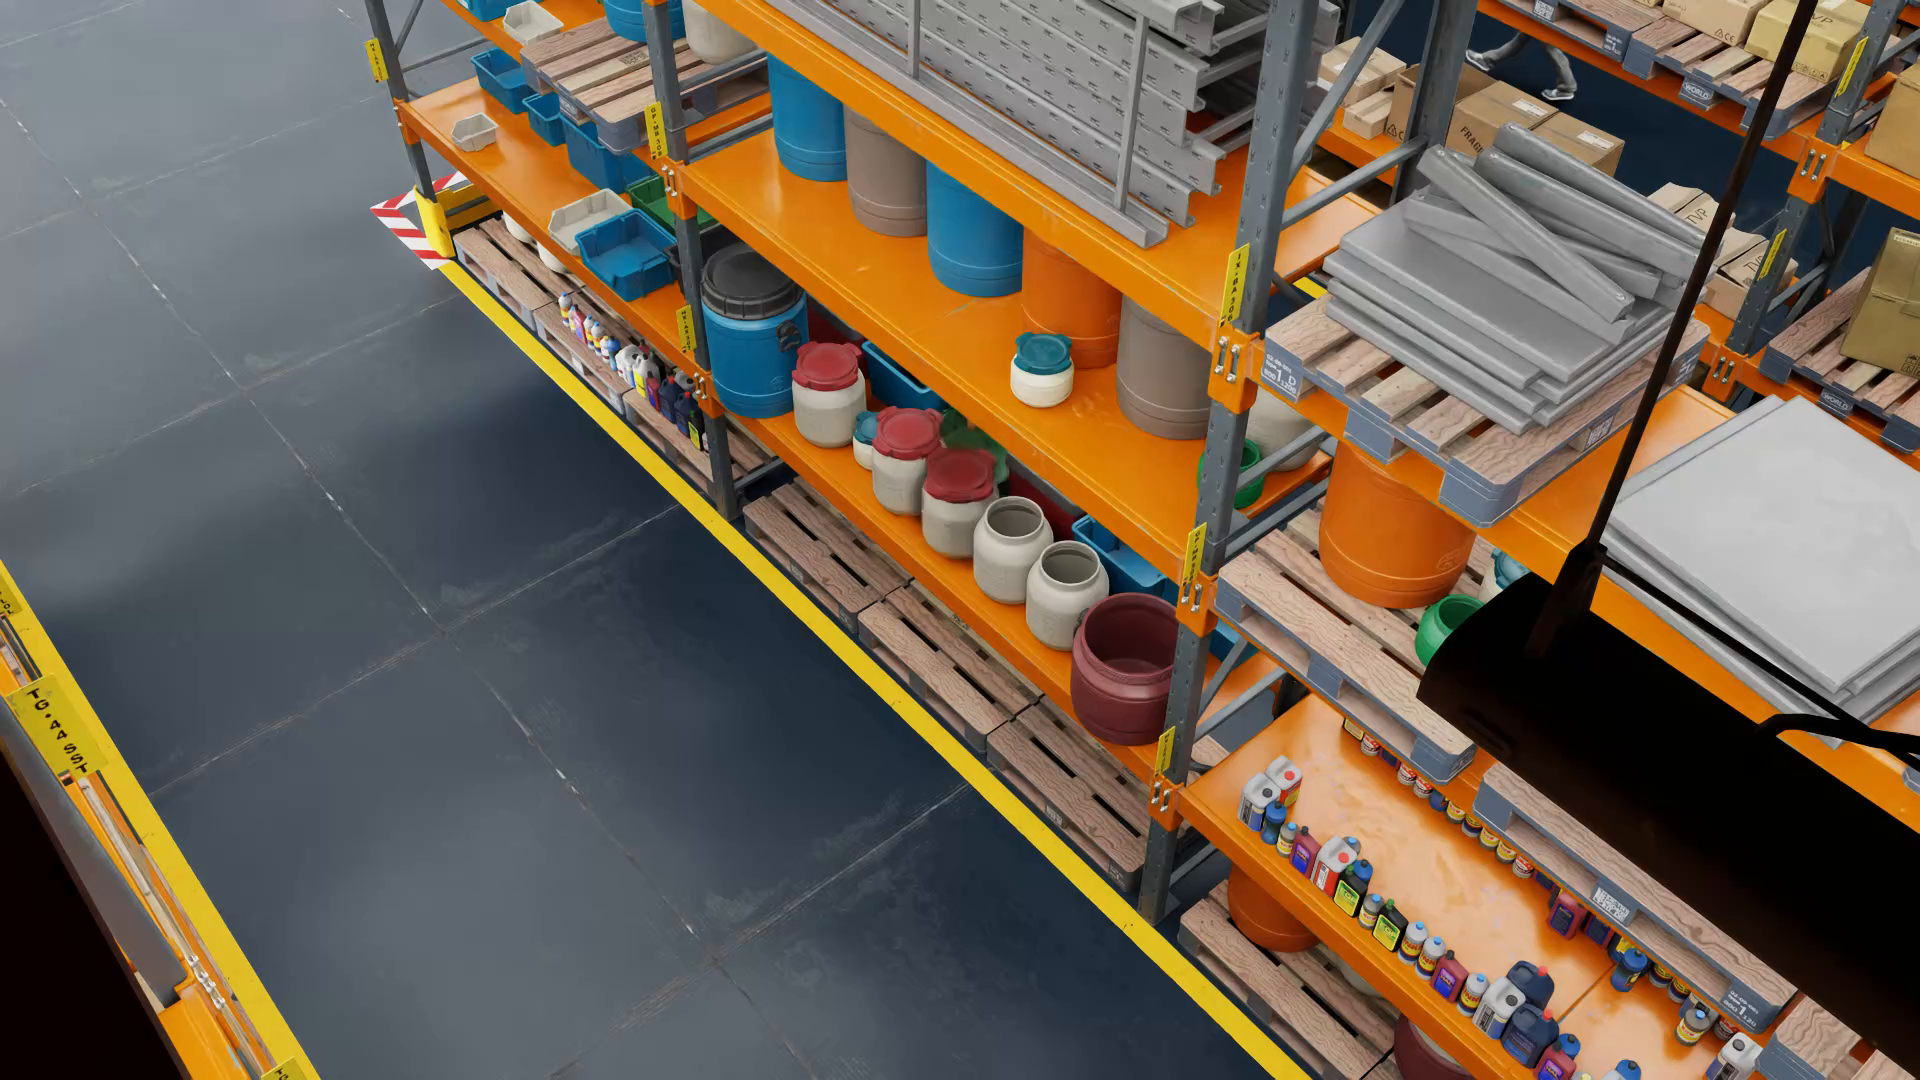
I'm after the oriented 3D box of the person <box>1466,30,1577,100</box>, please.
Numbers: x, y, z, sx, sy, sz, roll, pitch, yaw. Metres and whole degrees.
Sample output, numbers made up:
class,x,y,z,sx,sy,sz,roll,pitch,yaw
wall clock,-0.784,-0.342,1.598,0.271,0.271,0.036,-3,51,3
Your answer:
class,x,y,z,sx,sy,sz,roll,pitch,yaw
person,4.931,-4.533,14.216,1.016,1.503,0.439,15,48,14

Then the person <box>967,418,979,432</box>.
class,x,y,z,sx,sy,sz,roll,pitch,yaw
person,0.064,-0.677,10.105,0.546,1.722,0.473,13,48,12
